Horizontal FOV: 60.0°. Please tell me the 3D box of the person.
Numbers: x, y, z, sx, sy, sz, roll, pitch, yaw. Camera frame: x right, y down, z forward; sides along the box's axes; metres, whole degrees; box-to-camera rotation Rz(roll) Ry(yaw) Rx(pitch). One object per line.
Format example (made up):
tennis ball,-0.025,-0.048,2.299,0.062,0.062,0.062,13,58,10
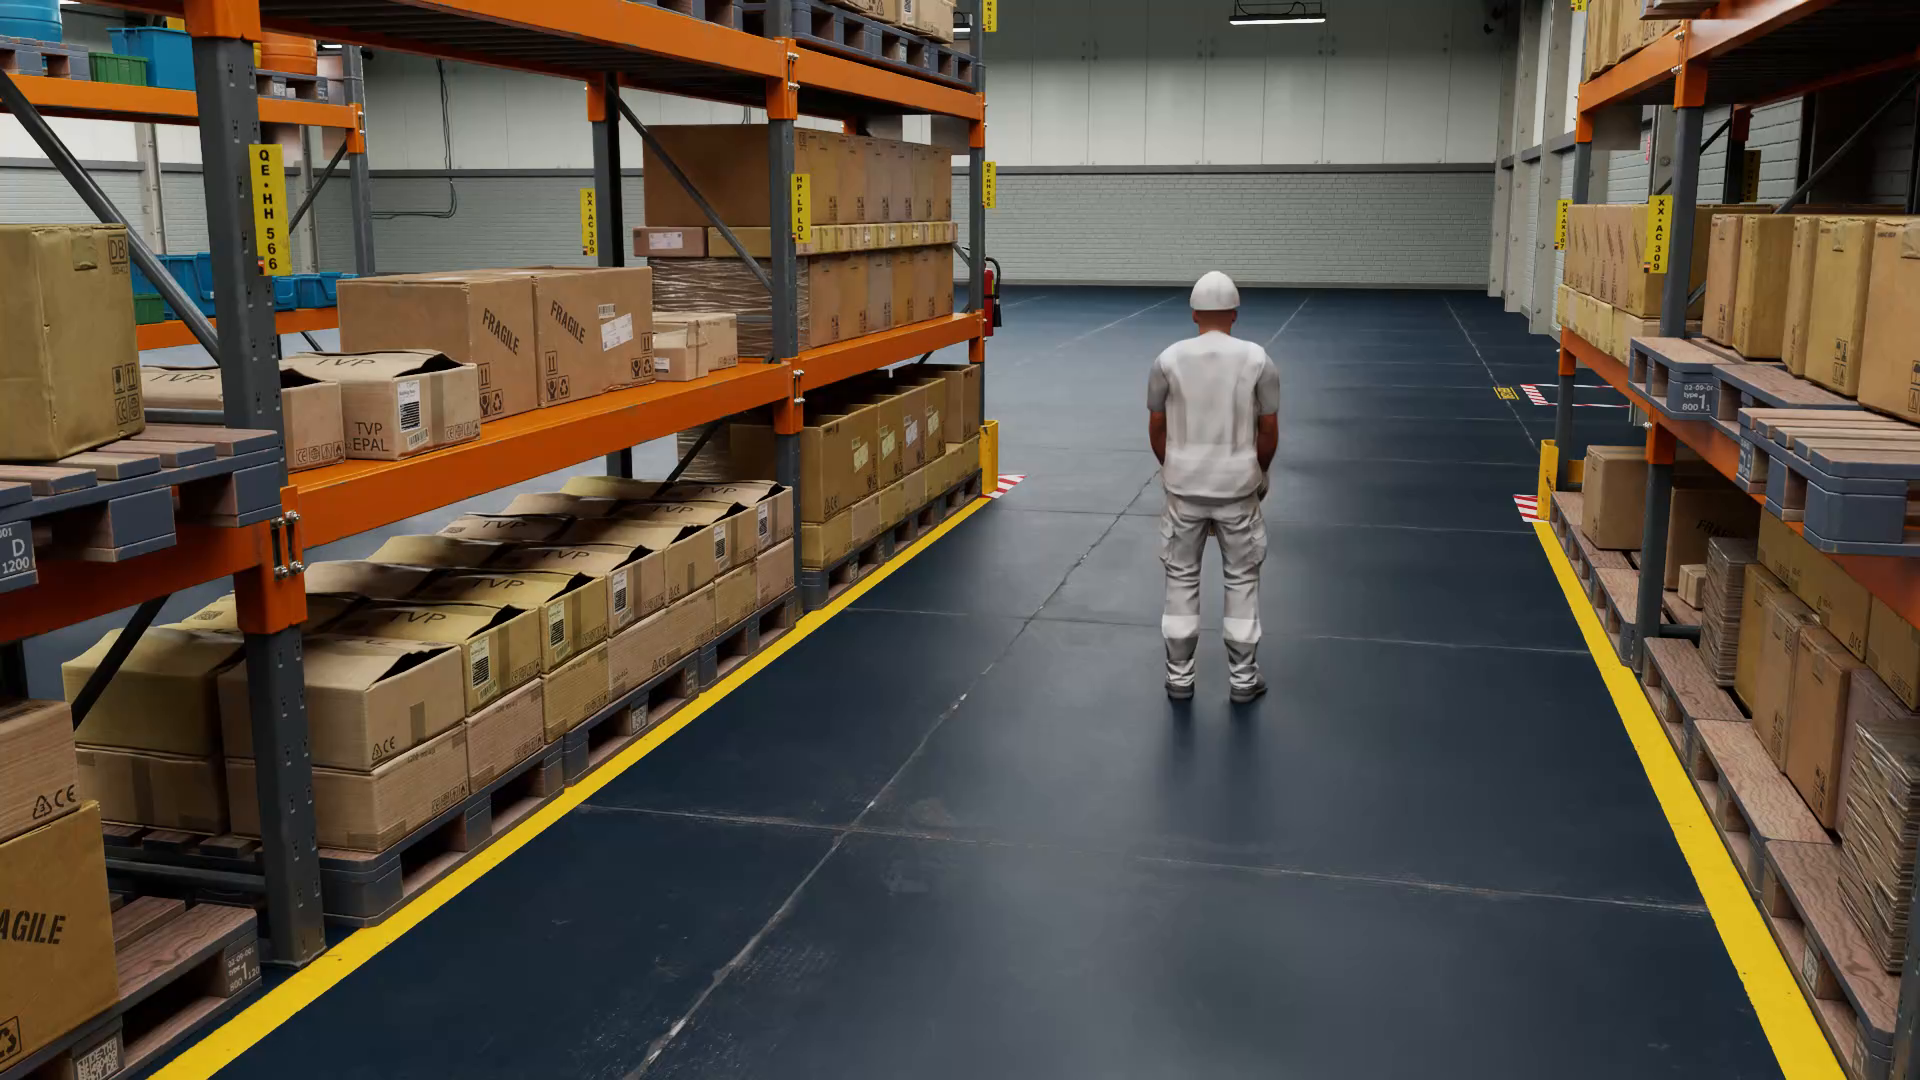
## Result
person,1.052,-0.218,6.964,0.537,1.791,0.449,3,12,13
